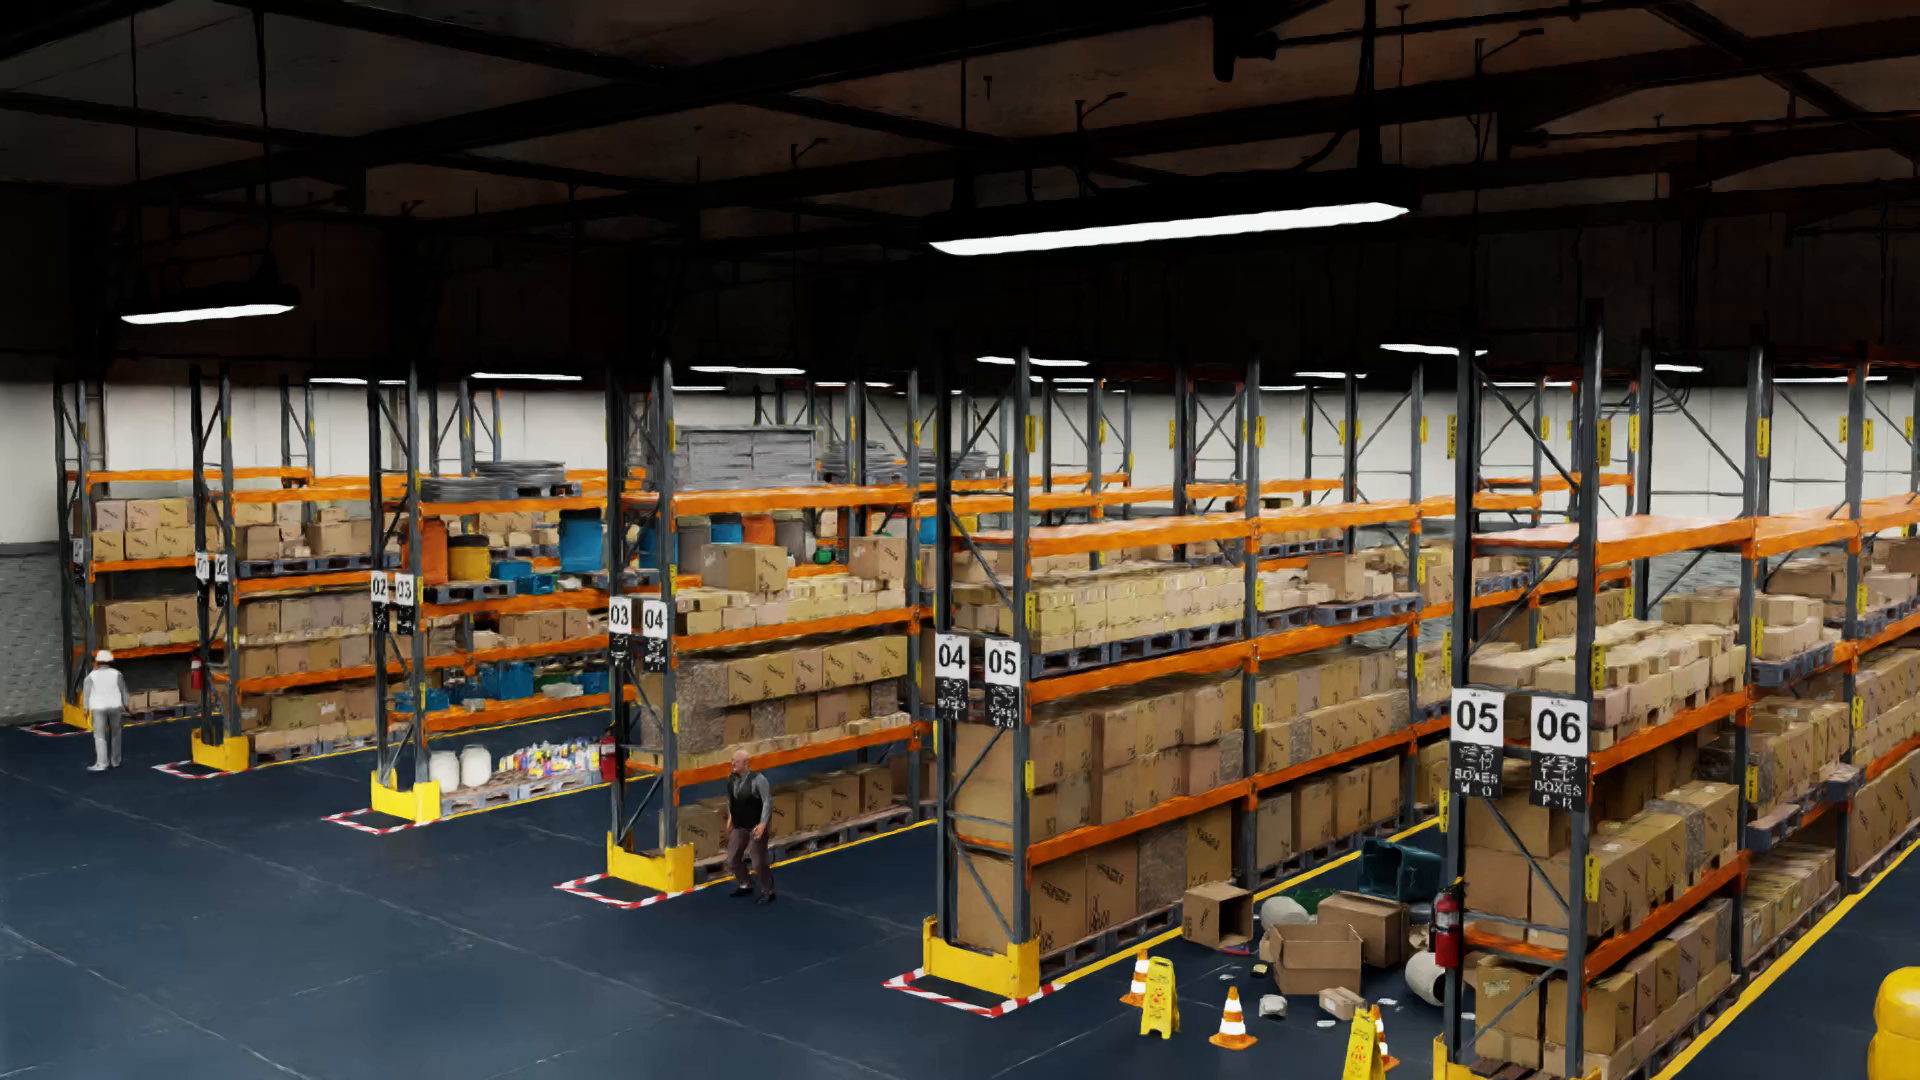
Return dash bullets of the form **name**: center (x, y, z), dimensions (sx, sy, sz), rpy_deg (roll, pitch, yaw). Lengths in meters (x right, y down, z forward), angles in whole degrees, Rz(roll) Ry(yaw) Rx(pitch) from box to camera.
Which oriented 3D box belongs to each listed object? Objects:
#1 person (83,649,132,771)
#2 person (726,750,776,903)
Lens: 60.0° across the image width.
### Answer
- **person**: center (-12.613, 2.492, 24.594), dimensions (0.647, 1.769, 0.582), rpy_deg (-4, 6, -42)
- **person**: center (-2.246, 3.052, 17.800), dimensions (0.677, 1.673, 0.530), rpy_deg (3, 5, 36)
